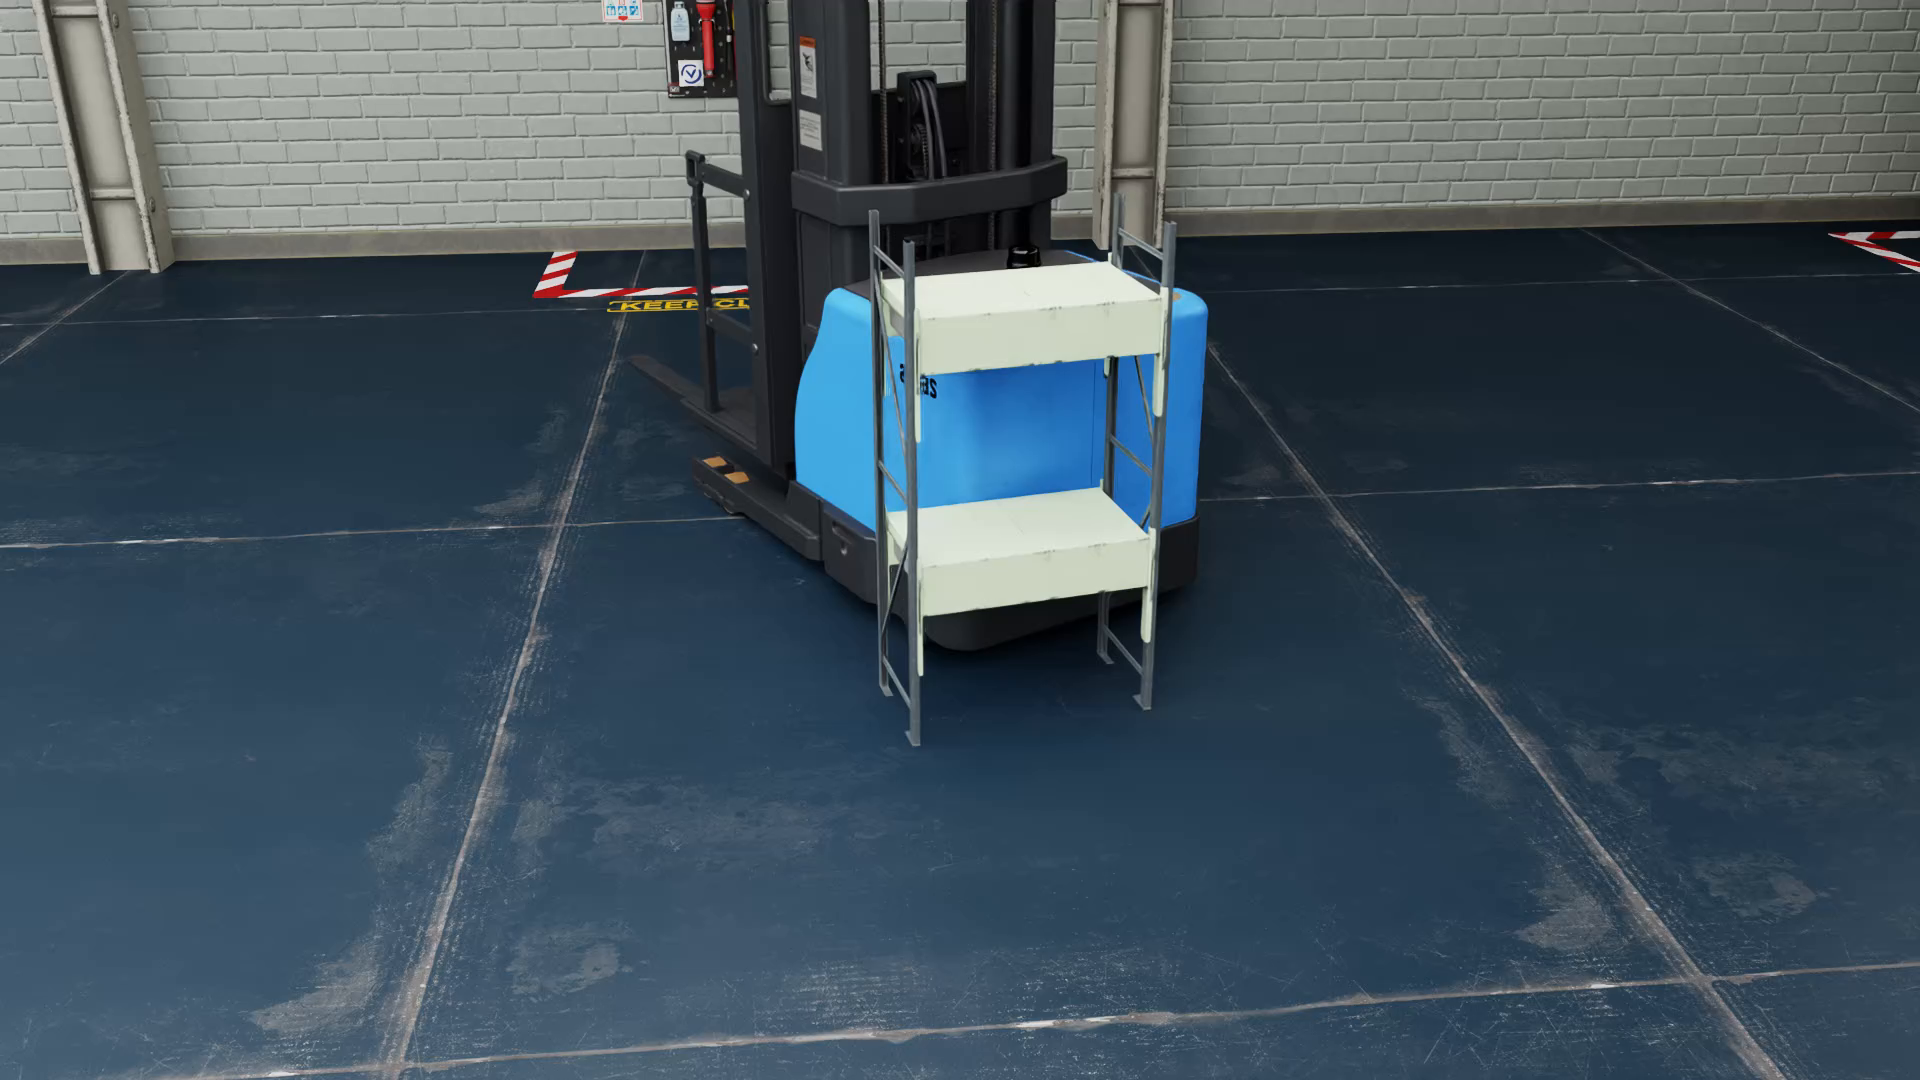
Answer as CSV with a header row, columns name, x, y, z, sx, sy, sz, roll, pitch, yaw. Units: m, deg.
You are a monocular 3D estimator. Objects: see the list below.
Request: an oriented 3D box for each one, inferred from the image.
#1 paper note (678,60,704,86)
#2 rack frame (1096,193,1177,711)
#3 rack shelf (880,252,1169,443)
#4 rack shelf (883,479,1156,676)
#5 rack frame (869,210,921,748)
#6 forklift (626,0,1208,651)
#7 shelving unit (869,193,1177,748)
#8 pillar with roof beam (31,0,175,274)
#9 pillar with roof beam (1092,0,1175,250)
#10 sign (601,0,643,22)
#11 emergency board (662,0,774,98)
name,x,y,z,sx,sy,sz,roll,pitch,yaw
paper note,-1.599,-2.774,9.883,0.142,0.148,0.016,-2,24,-5
rack frame,0.515,-0.241,4.946,0.023,1.500,0.400,-7,25,-16
rack shelf,0.165,-0.554,4.689,0.720,0.370,0.431,-7,25,-16
rack shelf,0.165,0.101,4.980,0.720,0.370,0.431,-7,25,-16
rack frame,-0.185,-0.154,4.749,0.023,1.500,0.400,-7,25,-16
forklift,-0.410,-1.535,6.094,1.130,2.935,3.031,-15,28,-30
shelving unit,0.165,-0.197,4.848,0.755,1.500,0.431,-7,25,-16
pillar with roof beam,-4.501,-4.001,4.173,0.400,9.000,9.100,-2,24,-5
pillar with roof beam,1.470,-4.241,4.712,0.400,9.000,9.100,-2,24,-5
sign,-1.976,-3.192,9.695,0.234,0.329,0.001,-2,24,-5
emergency board,-1.416,-3.156,9.658,0.643,1.169,0.194,-2,24,-5
